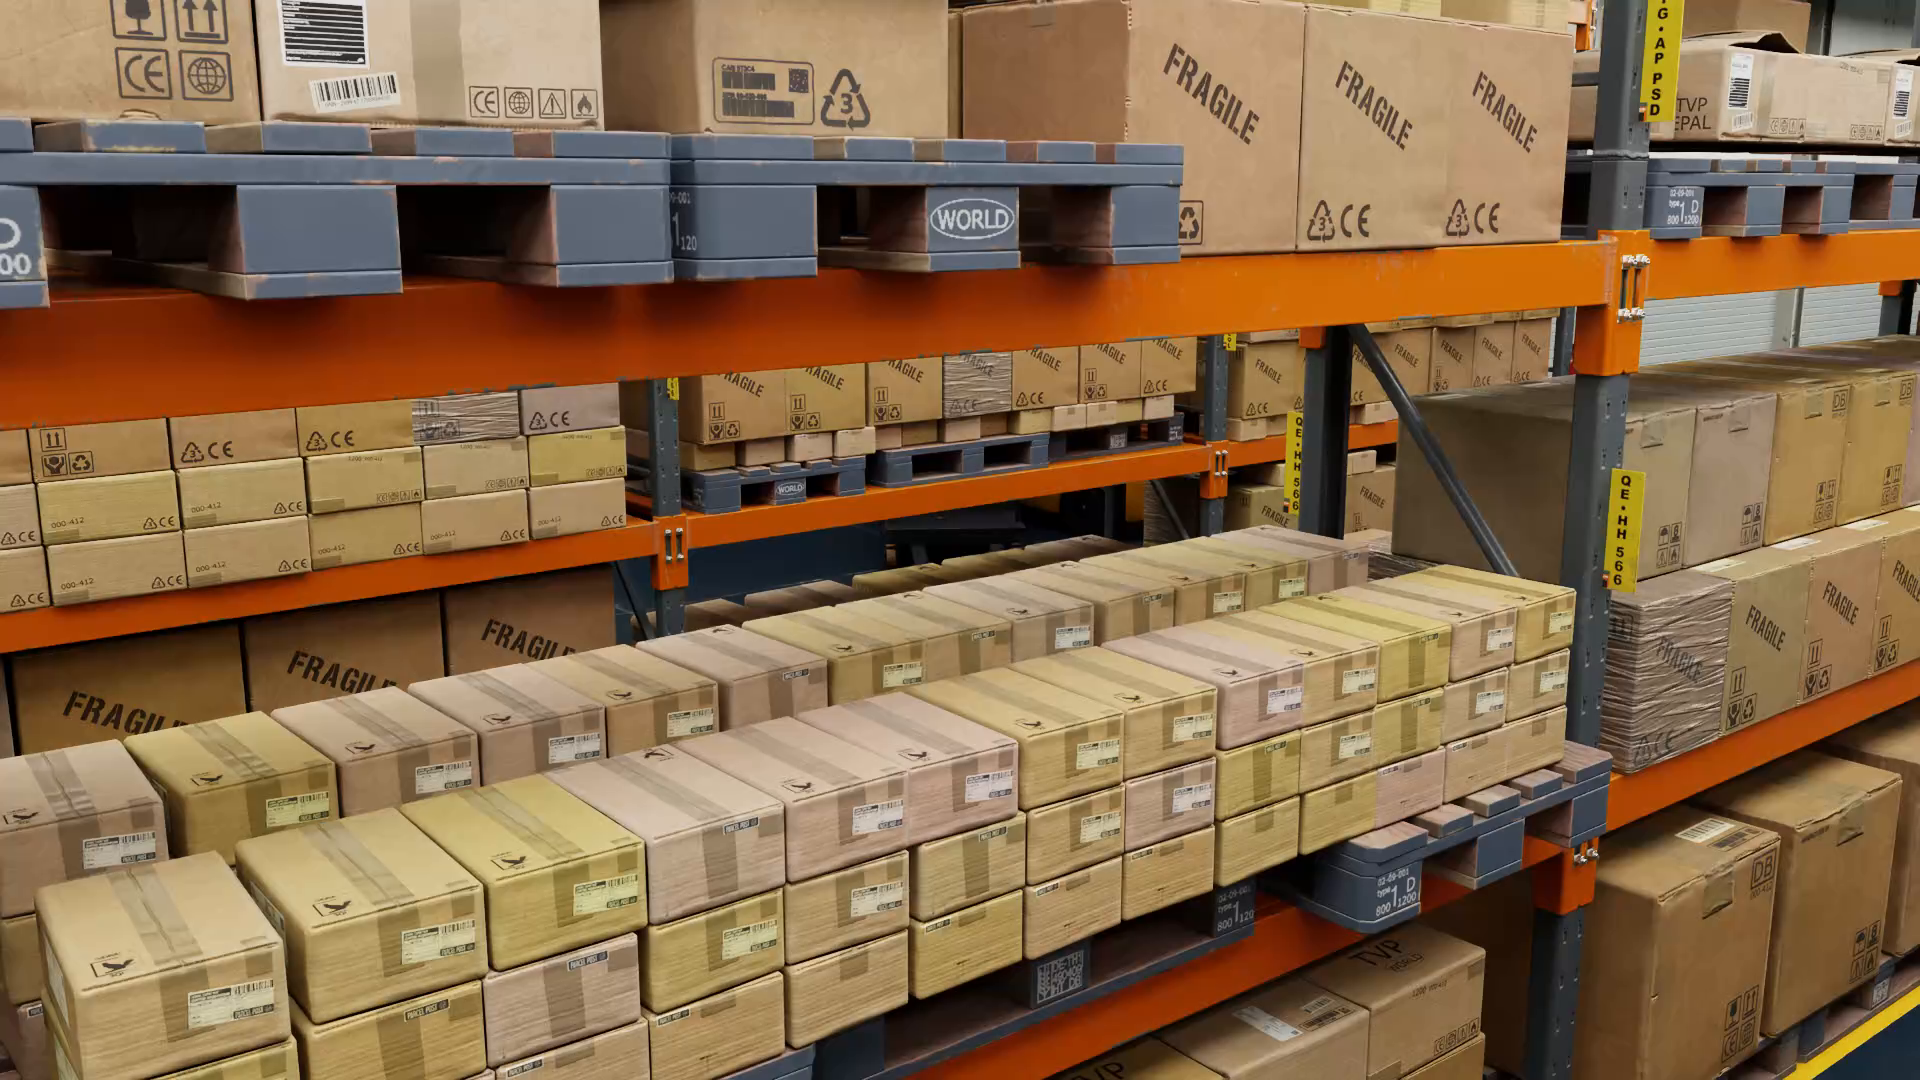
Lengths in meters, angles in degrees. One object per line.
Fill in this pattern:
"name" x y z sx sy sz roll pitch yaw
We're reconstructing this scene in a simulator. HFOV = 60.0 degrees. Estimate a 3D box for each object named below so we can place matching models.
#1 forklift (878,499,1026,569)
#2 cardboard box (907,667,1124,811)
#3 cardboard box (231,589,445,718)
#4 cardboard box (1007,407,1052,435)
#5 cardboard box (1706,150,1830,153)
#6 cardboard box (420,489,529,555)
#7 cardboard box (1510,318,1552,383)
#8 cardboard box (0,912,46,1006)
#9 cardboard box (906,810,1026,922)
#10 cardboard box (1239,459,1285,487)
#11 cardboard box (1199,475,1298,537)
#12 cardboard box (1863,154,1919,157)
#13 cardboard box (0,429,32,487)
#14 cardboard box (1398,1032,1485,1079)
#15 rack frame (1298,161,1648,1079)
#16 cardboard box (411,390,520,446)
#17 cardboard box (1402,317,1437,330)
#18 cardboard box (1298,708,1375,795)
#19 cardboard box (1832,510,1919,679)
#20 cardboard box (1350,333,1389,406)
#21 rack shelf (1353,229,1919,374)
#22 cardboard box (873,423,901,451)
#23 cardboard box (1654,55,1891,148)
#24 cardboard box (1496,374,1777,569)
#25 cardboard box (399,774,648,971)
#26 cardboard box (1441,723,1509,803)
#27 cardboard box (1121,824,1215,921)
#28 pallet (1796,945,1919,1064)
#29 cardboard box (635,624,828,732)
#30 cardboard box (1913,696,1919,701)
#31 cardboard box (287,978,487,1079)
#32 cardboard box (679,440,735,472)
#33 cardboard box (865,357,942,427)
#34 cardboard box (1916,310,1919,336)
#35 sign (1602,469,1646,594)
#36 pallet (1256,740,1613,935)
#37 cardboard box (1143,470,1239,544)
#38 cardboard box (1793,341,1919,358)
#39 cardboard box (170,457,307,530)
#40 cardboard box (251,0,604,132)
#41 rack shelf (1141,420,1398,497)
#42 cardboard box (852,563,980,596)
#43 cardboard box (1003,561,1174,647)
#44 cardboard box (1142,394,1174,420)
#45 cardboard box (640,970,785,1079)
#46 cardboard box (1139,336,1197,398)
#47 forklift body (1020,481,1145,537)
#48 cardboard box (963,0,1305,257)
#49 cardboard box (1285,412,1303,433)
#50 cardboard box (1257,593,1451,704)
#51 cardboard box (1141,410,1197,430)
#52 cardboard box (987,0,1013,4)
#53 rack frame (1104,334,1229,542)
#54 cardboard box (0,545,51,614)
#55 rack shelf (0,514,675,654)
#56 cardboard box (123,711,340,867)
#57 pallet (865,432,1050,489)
"forklift" -0.065 -1.272 13.064 1.130 2.935 3.031 -1 12 -4
"cardboard box" 0.105 0.382 3.268 0.250 0.149 0.380 -9 15 -36
"cardboard box" -3.046 0.652 7.939 0.875 0.875 0.875 -9 15 -37
"cardboard box" 0.333 -0.733 9.952 0.250 0.149 0.380 -9 15 -38
"cardboard box" 2.946 -1.550 6.055 0.258 0.266 0.396 -9 15 -38
"cardboard box" -2.377 -0.123 7.847 0.500 0.250 0.500 -9 15 -37
"cardboard box" 4.240 -1.490 12.968 0.500 0.500 0.500 -10 15 -39
"cardboard box" -1.520 0.624 2.845 0.250 0.149 0.380 -9 15 -36
"cardboard box" -0.091 0.560 3.146 0.250 0.149 0.380 -10 15 -39
"cardboard box" 2.132 -0.476 11.389 0.250 0.149 0.380 -9 15 -37
"cardboard box" 1.997 -0.152 11.426 0.500 0.500 0.500 -9 15 -35
"cardboard box" 3.912 -1.720 6.858 0.396 0.266 0.258 -10 15 -39
"cardboard box" -3.976 -0.473 6.486 0.500 0.500 0.500 -10 15 -38
"cardboard box" 1.065 1.562 4.558 0.500 0.500 0.500 -10 15 -38
"rack frame" 1.416 0.417 4.944 0.127 3.000 1.000 -9 15 -38
"cardboard box" -2.391 -0.733 7.713 0.500 0.500 0.500 -9 15 -37
"cardboard box" 3.019 -1.803 12.035 0.500 0.500 0.700 -10 15 -38
"cardboard box" 0.708 0.429 3.766 0.250 0.149 0.380 -9 15 -38
"cardboard box" 3.115 0.157 5.925 0.500 0.500 0.500 -10 15 -38
"cardboard box" 2.663 -1.230 11.743 0.500 0.500 0.500 -10 15 -38
"rack shelf" 2.977 -0.958 5.929 4.000 0.370 1.077 -9 15 -38
"cardboard box" -0.534 -0.603 9.340 0.250 0.149 0.380 -8 15 -34
"cardboard box" 2.510 -1.355 5.174 0.500 0.250 0.500 -9 15 -36
"cardboard box" 2.167 -0.244 5.406 0.500 0.500 0.700 -10 15 -38
"cardboard box" -0.697 0.516 2.639 0.250 0.149 0.380 -9 15 -37
"cardboard box" 1.123 0.505 4.123 0.250 0.149 0.380 -9 15 -38
"cardboard box" 0.313 0.639 3.494 0.250 0.149 0.380 -9 15 -36
"pallet" 3.030 1.533 6.399 1.213 0.211 1.003 -9 15 -38
"cardboard box" -0.498 0.310 3.610 0.250 0.149 0.380 -10 16 -40
"cardboard box" 4.111 0.888 7.130 0.750 0.750 1.050 -10 15 -38
"cardboard box" -0.912 0.697 2.500 0.250 0.149 0.380 -10 15 -39
"cardboard box" -1.386 -0.467 8.702 0.250 0.149 0.380 -11 16 -41
"cardboard box" -0.447 -0.932 9.330 0.500 0.500 0.500 -9 15 -37
"cardboard box" 4.849 -0.746 7.459 0.550 0.550 0.875 -9 15 -38
"sign" 1.762 -0.024 4.423 0.005 0.325 0.100 -9 15 -38
"pallet" 0.926 0.621 4.447 1.003 0.211 1.213 -9 15 -38
"cardboard box" 1.662 -0.239 11.838 0.500 0.500 0.500 -10 15 -38
"cardboard box" 3.755 -0.508 6.650 0.500 0.500 0.700 -10 15 -39
"cardboard box" -3.165 -0.236 7.174 0.500 0.250 0.500 -10 16 -39
"cardboard box" -0.889 -0.773 2.531 0.500 0.311 0.500 -10 15 -38
"rack shelf" 2.930 -0.799 12.404 4.000 0.370 1.077 -9 15 -38
"cardboard box" -0.141 0.441 10.146 0.625 0.372 0.950 -9 15 -36
"cardboard box" 0.324 0.173 4.256 0.250 0.149 0.380 -10 16 -40
"cardboard box" 1.139 -0.863 10.564 0.250 0.149 0.380 -9 15 -37
"cardboard box" -0.506 0.776 2.847 0.250 0.149 0.380 -9 15 -37
"cardboard box" 1.151 -1.194 10.565 0.500 0.500 0.500 -10 15 -39
"forklift body" 1.047 -1.258 14.876 1.214 2.155 2.313 -9 15 -38
"cardboard box" 0.353 -0.853 3.461 0.500 0.500 0.500 -9 15 -38
"cardboard box" 2.168 -0.838 11.460 0.250 0.149 0.380 -10 15 -38
"cardboard box" 0.917 0.248 3.903 0.250 0.149 0.380 -9 15 -36
"cardboard box" 1.428 -0.860 11.562 0.250 0.149 0.380 -10 15 -38
"cardboard box" 0.271 -1.209 3.295 0.258 0.266 0.396 -9 15 -38
"rack frame" 1.368 -0.892 11.107 0.127 3.000 1.000 -9 15 -38
"cardboard box" -3.967 0.138 6.619 0.500 0.250 0.500 -10 16 -39
"rack shelf" -3.317 0.239 7.515 4.000 0.370 1.077 -9 15 -38
"cardboard box" -1.307 0.444 2.979 0.250 0.149 0.380 -10 16 -39
"pallet" -0.235 -0.542 9.924 1.213 0.211 1.003 -9 15 -38
